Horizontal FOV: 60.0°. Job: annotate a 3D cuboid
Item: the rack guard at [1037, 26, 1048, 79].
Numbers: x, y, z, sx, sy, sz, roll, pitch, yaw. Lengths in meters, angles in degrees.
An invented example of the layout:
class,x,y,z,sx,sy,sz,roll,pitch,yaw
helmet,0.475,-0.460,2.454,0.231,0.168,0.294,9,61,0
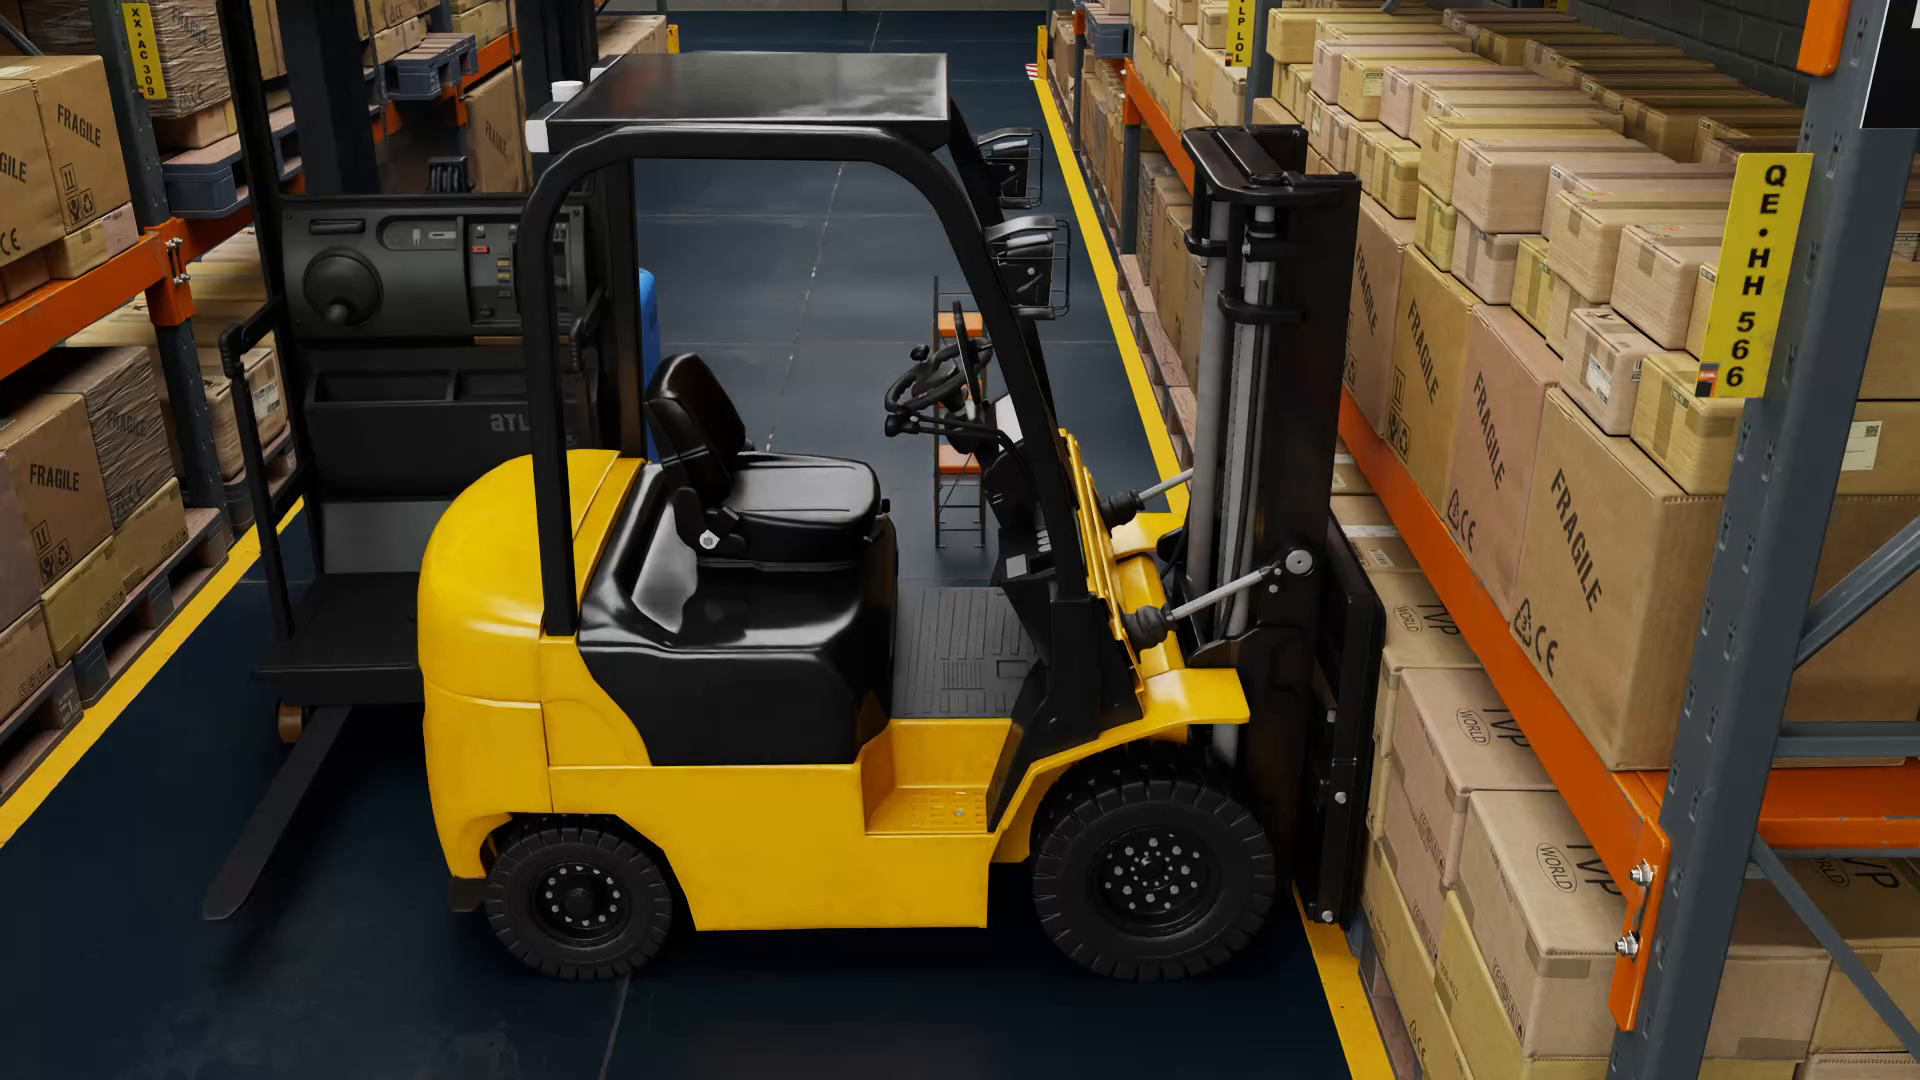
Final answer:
class,x,y,z,sx,sy,sz,roll,pitch,yaw
rack guard,1.405,-5.124,17.473,1.175,0.500,0.348,0,24,-1

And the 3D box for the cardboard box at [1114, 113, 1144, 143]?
class,x,y,z,sx,sy,sz,roll,pitch,yaw
cardboard box,1.199,-2.661,10.729,0.380,0.149,0.250,-1,24,-3

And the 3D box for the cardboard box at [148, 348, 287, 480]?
class,x,y,z,sx,sy,sz,roll,pitch,yaw
cardboard box,-3.436,-0.536,6.974,0.950,0.372,0.625,0,24,0

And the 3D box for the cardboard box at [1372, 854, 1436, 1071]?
class,x,y,z,sx,sy,sz,roll,pitch,yaw
cardboard box,1.262,0.963,3.808,0.500,0.250,0.500,0,24,-1

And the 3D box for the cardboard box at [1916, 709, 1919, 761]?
class,x,y,z,sx,sy,sz,roll,pitch,yaw
cardboard box,1.851,0.048,2.883,0.500,0.500,0.500,1,24,1

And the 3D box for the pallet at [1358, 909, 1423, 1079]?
class,x,y,z,sx,sy,sz,roll,pitch,yaw
pallet,1.529,1.254,3.721,1.003,0.211,1.213,0,24,-1

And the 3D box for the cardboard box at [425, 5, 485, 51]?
class,x,y,z,sx,sy,sz,roll,pitch,yaw
cardboard box,-3.225,-3.109,10.165,0.500,0.250,0.500,-1,24,-1

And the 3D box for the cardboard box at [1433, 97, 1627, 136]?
class,x,y,z,sx,sy,sz,roll,pitch,yaw
cardboard box,1.342,-0.957,3.956,0.380,0.149,0.250,0,24,0

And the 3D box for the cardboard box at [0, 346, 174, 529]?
class,x,y,z,sx,sy,sz,roll,pitch,yaw
cardboard box,-3.153,-0.363,5.831,0.500,0.500,0.500,-1,24,-1

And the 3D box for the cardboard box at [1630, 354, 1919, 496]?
class,x,y,z,sx,sy,sz,roll,pitch,yaw
cardboard box,1.295,-0.184,2.609,0.380,0.149,0.250,0,24,0

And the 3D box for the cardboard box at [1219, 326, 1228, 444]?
class,x,y,z,sx,sy,sz,roll,pitch,yaw
cardboard box,1.519,-0.674,6.972,0.875,0.625,0.625,1,24,2

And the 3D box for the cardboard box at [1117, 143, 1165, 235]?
class,x,y,z,sx,sy,sz,roll,pitch,yaw
cardboard box,1.272,-2.224,10.550,0.500,0.500,0.500,0,24,1

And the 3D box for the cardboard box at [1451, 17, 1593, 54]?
class,x,y,z,sx,sy,sz,roll,pitch,yaw
cardboard box,1.802,-1.593,5.362,0.380,0.149,0.250,-1,24,-2

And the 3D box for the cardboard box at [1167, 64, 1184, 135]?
class,x,y,z,sx,sy,sz,roll,pitch,yaw
cardboard box,1.269,-2.112,7.963,0.500,0.250,0.500,1,24,1

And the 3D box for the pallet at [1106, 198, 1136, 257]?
class,x,y,z,sx,sy,sz,roll,pitch,yaw
pallet,1.522,-2.035,10.994,1.003,0.211,1.213,0,24,-1

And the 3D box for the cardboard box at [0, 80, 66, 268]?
class,x,y,z,sx,sy,sz,roll,pitch,yaw
cardboard box,-3.162,-1.113,5.088,0.500,0.500,0.500,1,24,1

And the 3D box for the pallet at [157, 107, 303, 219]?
class,x,y,z,sx,sy,sz,roll,pitch,yaw
pallet,-3.291,-1.554,6.779,1.003,0.211,1.213,0,24,-1

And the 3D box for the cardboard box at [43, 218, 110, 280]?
class,x,y,z,sx,sy,sz,roll,pitch,yaw
cardboard box,-3.110,-0.978,5.576,0.380,0.149,0.250,0,24,1

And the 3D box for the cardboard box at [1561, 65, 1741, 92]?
class,x,y,z,sx,sy,sz,roll,pitch,yaw
cardboard box,1.823,-1.168,4.424,0.380,0.149,0.250,-1,24,-1

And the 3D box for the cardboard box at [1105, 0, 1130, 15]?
class,x,y,z,sx,sy,sz,roll,pitch,yaw
cardboard box,1.101,-3.344,10.299,0.380,0.149,0.250,0,24,0

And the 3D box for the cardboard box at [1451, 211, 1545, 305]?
class,x,y,z,sx,sy,sz,roll,pitch,yaw
cardboard box,1.280,-0.609,3.547,0.380,0.149,0.250,-1,24,-2

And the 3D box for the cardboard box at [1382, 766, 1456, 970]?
class,x,y,z,sx,sy,sz,roll,pitch,yaw
cardboard box,1.267,0.726,3.724,0.500,0.250,0.500,0,24,-1

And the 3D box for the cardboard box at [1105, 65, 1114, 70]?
class,x,y,z,sx,sy,sz,roll,pitch,yaw
cardboard box,1.297,-3.513,12.614,0.380,0.149,0.250,-1,24,-1

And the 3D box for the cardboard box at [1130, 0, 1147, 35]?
class,x,y,z,sx,sy,sz,roll,pitch,yaw
cardboard box,1.227,-2.973,9.260,0.500,0.250,0.500,0,24,-1

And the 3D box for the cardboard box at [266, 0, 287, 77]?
class,x,y,z,sx,sy,sz,roll,pitch,yaw
cardboard box,-3.144,-2.303,7.210,0.500,0.500,0.500,0,24,-1

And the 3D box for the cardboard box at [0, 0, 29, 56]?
class,x,y,z,sx,sy,sz,roll,pitch,yaw
cardboard box,-3.662,-1.888,6.292,0.500,0.500,0.500,-1,24,-2

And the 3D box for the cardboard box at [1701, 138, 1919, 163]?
class,x,y,z,sx,sy,sz,roll,pitch,yaw
cardboard box,1.787,-0.745,3.487,0.380,0.149,0.250,0,24,1

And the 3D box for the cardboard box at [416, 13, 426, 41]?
class,x,y,z,sx,sy,sz,roll,pitch,yaw
cardboard box,-3.157,-2.807,9.111,0.380,0.149,0.250,0,24,0

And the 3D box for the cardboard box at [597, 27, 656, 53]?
class,x,y,z,sx,sy,sz,roll,pitch,yaw
cardboard box,-3.433,-4.646,15.982,0.875,0.438,0.875,0,24,1

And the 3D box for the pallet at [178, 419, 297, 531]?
class,x,y,z,sx,sy,sz,roll,pitch,yaw
pallet,-3.438,-0.376,7.326,1.003,0.211,1.213,0,24,-1

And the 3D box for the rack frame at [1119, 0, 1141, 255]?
class,x,y,z,sx,sy,sz,roll,pitch,yaw
rack frame,1.492,-2.998,9.739,1.000,3.000,0.127,0,24,-1

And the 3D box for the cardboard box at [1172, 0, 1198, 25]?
class,x,y,z,sx,sy,sz,roll,pitch,yaw
cardboard box,1.186,-2.466,7.654,0.380,0.149,0.250,-1,24,-2

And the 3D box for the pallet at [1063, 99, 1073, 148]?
class,x,y,z,sx,sy,sz,roll,pitch,yaw
pallet,1.442,-3.659,14.583,1.003,0.211,1.213,0,24,-1

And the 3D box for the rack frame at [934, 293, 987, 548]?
class,x,y,z,sx,sy,sz,roll,pitch,yaw
rack frame,0.001,-0.450,6.471,0.200,1.050,0.008,0,24,-1

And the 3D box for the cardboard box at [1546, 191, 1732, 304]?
class,x,y,z,sx,sy,sz,roll,pitch,yaw
cardboard box,1.301,-0.534,3.021,0.380,0.149,0.250,0,24,1

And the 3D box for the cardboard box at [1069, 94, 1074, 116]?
class,x,y,z,sx,sy,sz,roll,pitch,yaw
cardboard box,1.148,-3.767,14.389,0.380,0.149,0.250,-1,24,-2

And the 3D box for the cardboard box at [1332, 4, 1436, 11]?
class,x,y,z,sx,sy,sz,roll,pitch,yaw
cardboard box,1.770,-2.156,6.967,0.380,0.149,0.250,0,24,-1

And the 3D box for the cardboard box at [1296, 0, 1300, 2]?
class,x,y,z,sx,sy,sz,roll,pitch,yaw
cardboard box,1.734,-2.573,7.891,0.380,0.149,0.250,0,24,1

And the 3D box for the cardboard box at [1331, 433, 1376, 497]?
class,x,y,z,sx,sy,sz,roll,pitch,yaw
cardboard box,1.239,-0.127,5.005,0.500,0.250,0.500,1,24,1

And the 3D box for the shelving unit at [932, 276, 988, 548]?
class,x,y,z,sx,sy,sz,roll,pitch,yaw
shelving unit,-0.001,-0.500,6.582,0.215,1.050,0.252,0,24,-1

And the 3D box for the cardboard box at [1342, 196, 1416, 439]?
class,x,y,z,sx,sy,sz,roll,pitch,yaw
cardboard box,1.292,-0.581,4.273,0.500,0.500,0.500,0,24,0

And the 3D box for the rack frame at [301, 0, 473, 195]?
class,x,y,z,sx,sy,sz,roll,pitch,yaw
rack frame,-3.471,-2.974,9.686,1.000,3.000,0.127,0,24,-1

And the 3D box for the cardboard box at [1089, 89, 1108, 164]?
class,x,y,z,sx,sy,sz,roll,pitch,yaw
cardboard box,1.245,-3.073,12.429,0.500,0.500,0.500,-1,24,-2

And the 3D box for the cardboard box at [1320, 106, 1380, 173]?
class,x,y,z,sx,sy,sz,roll,pitch,yaw
cardboard box,1.241,-1.134,4.709,0.380,0.149,0.250,0,24,-1

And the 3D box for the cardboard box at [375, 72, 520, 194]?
class,x,y,z,sx,sy,sz,roll,pitch,yaw
cardboard box,-3.396,-2.482,10.667,0.875,0.875,0.875,0,24,-1

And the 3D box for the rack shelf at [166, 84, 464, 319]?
class,x,y,z,sx,sy,sz,roll,pitch,yaw
rack shelf,-3.450,-1.822,8.012,1.077,0.370,4.000,0,24,-1

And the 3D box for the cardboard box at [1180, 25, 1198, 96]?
class,x,y,z,sx,sy,sz,roll,pitch,yaw
cardboard box,1.262,-2.133,7.401,0.500,0.250,0.500,0,24,0

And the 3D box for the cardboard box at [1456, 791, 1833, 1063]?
class,x,y,z,sx,sy,sz,roll,pitch,yaw
cardboard box,1.262,0.716,3.140,0.500,0.250,0.500,1,24,1

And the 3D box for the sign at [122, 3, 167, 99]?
class,x,y,z,sx,sy,sz,roll,pitch,yaw
sign,-2.885,-1.726,5.876,0.100,0.325,0.005,0,24,-1

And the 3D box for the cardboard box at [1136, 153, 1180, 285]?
class,x,y,z,sx,sy,sz,roll,pitch,yaw
cardboard box,1.485,-1.850,9.573,0.875,0.625,0.625,1,24,1

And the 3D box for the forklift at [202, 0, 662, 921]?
class,x,y,z,sx,sy,sz,roll,pitch,yaw
forklift,-1.626,-0.822,5.010,1.130,2.935,3.031,-1,24,-3

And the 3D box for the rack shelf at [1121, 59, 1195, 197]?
class,x,y,z,sx,sy,sz,roll,pitch,yaw
rack shelf,1.514,-1.846,8.065,1.077,0.370,4.000,0,24,-1

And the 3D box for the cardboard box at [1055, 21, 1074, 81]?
class,x,y,z,sx,sy,sz,roll,pitch,yaw
cardboard box,1.287,-4.742,16.119,0.700,0.500,0.500,1,24,2

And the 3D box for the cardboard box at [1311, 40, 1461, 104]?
class,x,y,z,sx,sy,sz,roll,pitch,yaw
cardboard box,1.247,-1.375,4.880,0.380,0.149,0.250,0,24,1

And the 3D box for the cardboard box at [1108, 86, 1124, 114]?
class,x,y,z,sx,sy,sz,roll,pitch,yaw
cardboard box,1.247,-3.095,11.689,0.380,0.149,0.250,-1,24,-3
